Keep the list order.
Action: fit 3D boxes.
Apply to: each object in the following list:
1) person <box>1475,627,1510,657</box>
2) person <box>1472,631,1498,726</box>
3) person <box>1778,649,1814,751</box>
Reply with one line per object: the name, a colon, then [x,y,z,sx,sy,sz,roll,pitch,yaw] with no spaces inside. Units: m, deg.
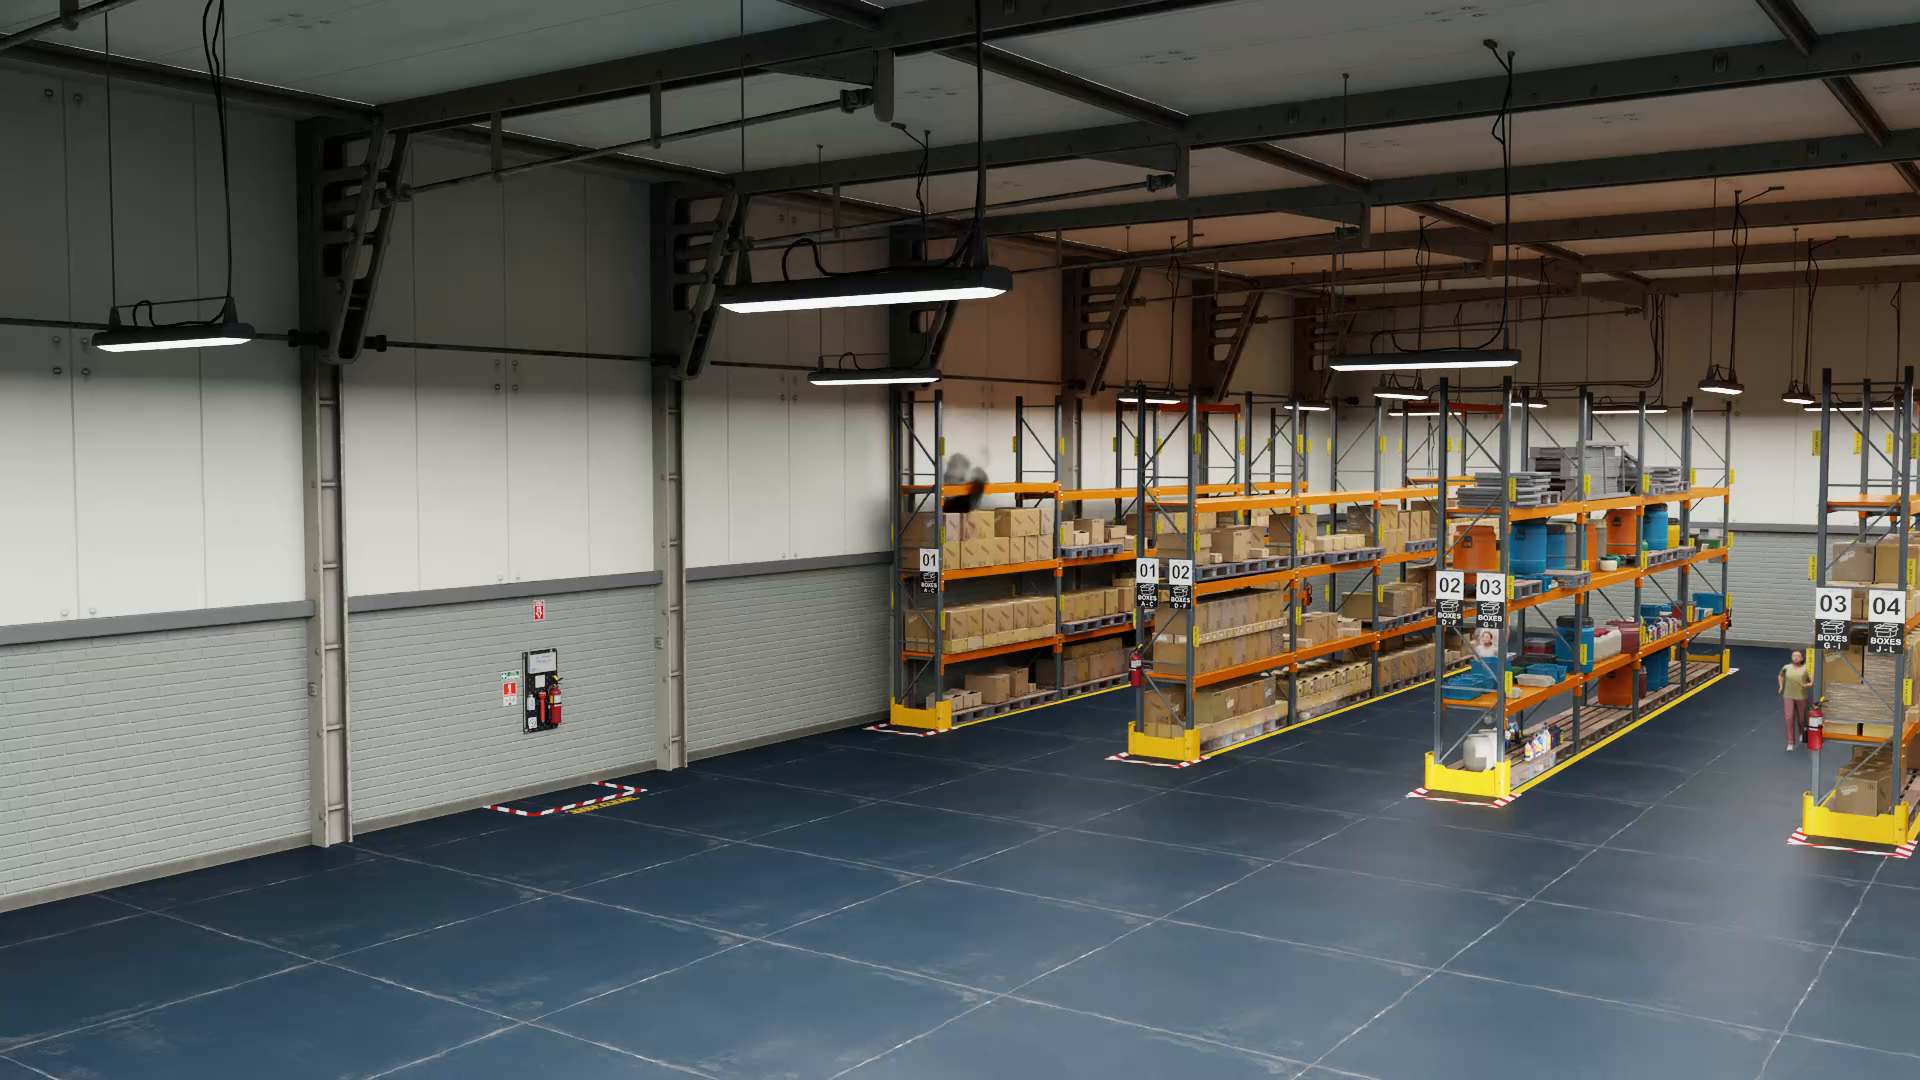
person: [10.616,2.244,33.290,0.626,1.817,0.783,2,4,30]
person: [9.477,2.489,29.930,0.545,1.695,0.662,2,4,37]
person: [13.799,2.621,27.449,0.586,1.645,0.914,2,4,33]
